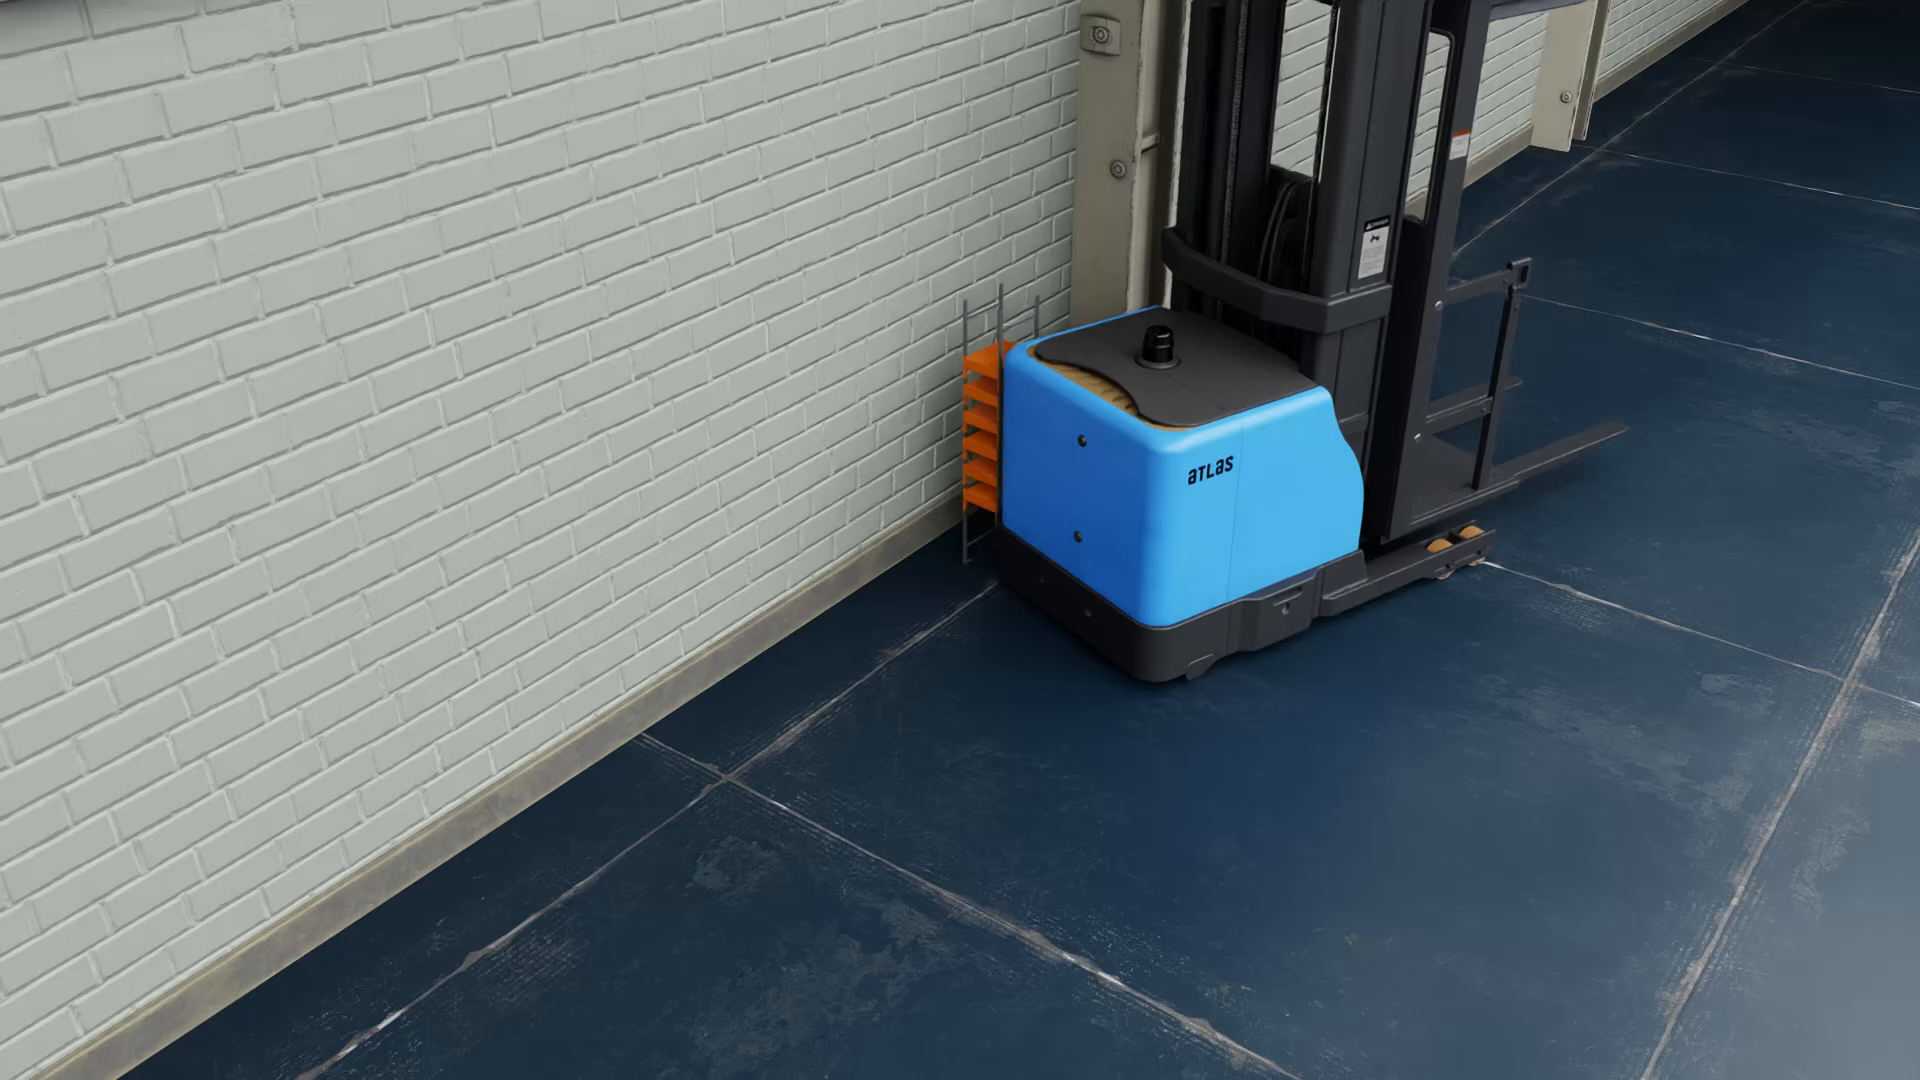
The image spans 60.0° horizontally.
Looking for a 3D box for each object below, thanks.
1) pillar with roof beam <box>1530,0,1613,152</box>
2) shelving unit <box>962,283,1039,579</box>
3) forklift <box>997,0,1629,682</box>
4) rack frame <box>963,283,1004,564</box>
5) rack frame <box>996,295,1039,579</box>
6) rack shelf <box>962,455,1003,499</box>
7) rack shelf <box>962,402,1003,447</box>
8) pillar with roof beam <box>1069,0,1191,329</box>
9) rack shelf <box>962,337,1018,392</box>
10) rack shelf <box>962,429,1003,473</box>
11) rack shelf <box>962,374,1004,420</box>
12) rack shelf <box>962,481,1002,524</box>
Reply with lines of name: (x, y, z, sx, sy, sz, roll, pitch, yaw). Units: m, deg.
pillar with roof beam: (7.795, -5.466, 7.647, 9.100, 9.000, 0.400, 21, 37, 31)
shelving unit: (0.162, -0.429, 6.798, 0.189, 1.200, 0.258, 24, 38, 34)
forklift: (1.660, -1.300, 6.569, 3.031, 2.935, 1.130, -19, 36, -29)
rack frame: (0.093, -0.460, 6.849, 0.006, 1.200, 0.240, 24, 38, 34)
rack frame: (0.231, -0.399, 6.746, 0.006, 1.200, 0.240, 24, 38, 34)
rack shelf: (0.162, -0.288, 6.882, 0.180, 0.103, 0.258, 24, 38, 34)
rack shelf: (0.162, -0.494, 6.759, 0.180, 0.103, 0.258, 24, 38, 34)
pillar with roof beam: (4.173, -3.028, 3.532, 9.100, 9.000, 0.400, 21, 37, 31)
rack shelf: (0.162, -0.701, 6.637, 0.180, 0.103, 0.258, 24, 38, 34)
rack shelf: (0.162, -0.391, 6.820, 0.180, 0.103, 0.258, 24, 38, 34)
rack shelf: (0.162, -0.598, 6.698, 0.180, 0.103, 0.258, 24, 38, 34)
rack shelf: (0.162, -0.185, 6.943, 0.180, 0.103, 0.258, 24, 38, 34)
